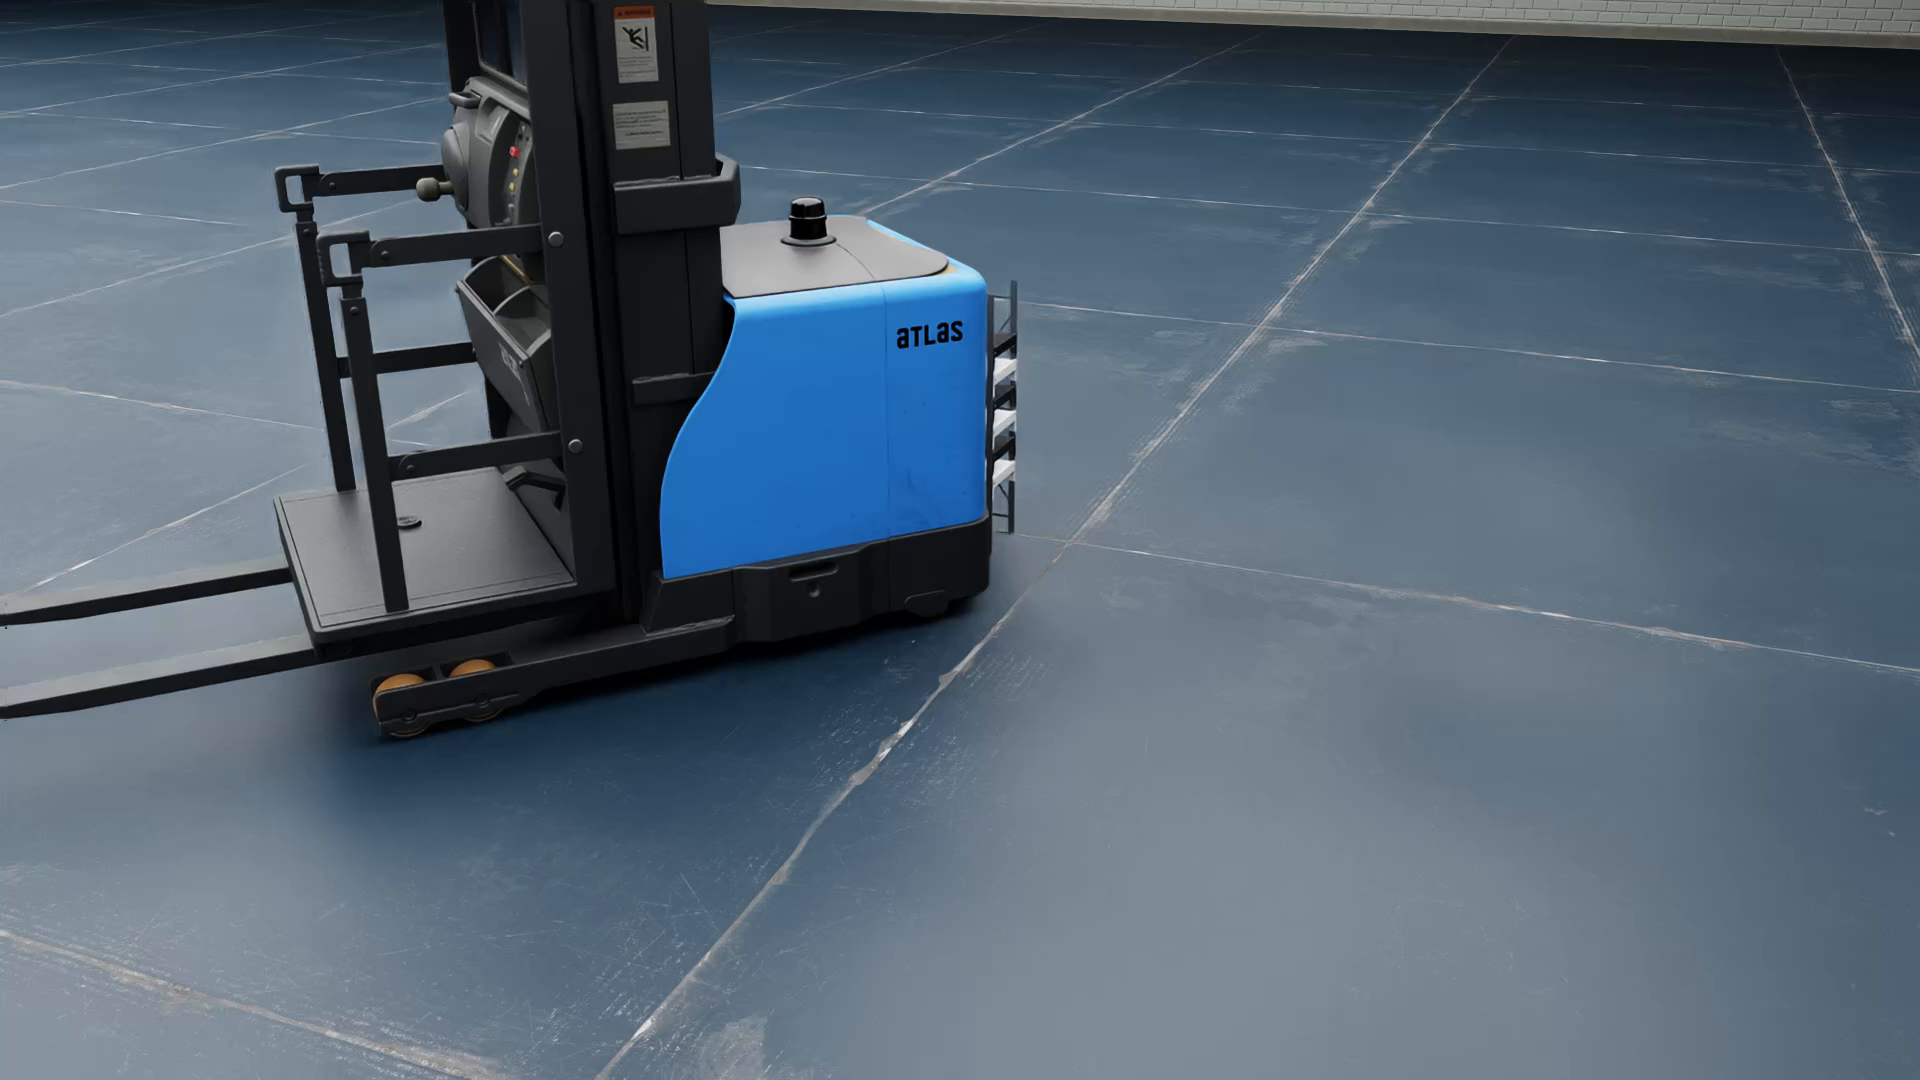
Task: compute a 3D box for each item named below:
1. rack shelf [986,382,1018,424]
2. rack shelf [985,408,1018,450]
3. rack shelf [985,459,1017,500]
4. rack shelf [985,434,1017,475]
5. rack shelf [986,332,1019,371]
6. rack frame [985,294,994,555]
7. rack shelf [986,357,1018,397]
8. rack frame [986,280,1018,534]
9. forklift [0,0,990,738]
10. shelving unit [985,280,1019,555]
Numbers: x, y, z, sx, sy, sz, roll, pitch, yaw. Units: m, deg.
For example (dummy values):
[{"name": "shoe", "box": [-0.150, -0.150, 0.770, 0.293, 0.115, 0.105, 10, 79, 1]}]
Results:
[{"name": "rack shelf", "box": [0.037, -0.471, 5.562, 0.258, 0.077, 0.200, 9, 24, 21]}, {"name": "rack shelf", "box": [0.037, -0.388, 5.597, 0.258, 0.077, 0.200, 9, 24, 21]}, {"name": "rack shelf", "box": [0.038, -0.222, 5.666, 0.258, 0.077, 0.200, 9, 24, 21]}, {"name": "rack shelf", "box": [0.037, -0.305, 5.632, 0.258, 0.077, 0.200, 9, 24, 21]}, {"name": "rack shelf", "box": [0.037, -0.637, 5.493, 0.258, 0.077, 0.200, 9, 24, 21]}, {"name": "rack frame", "box": [-0.003, -0.382, 5.498, 0.240, 0.900, 0.006, 9, 24, 21]}, {"name": "rack shelf", "box": [0.037, -0.554, 5.527, 0.258, 0.077, 0.200, 9, 24, 21]}, {"name": "rack frame", "box": [0.078, -0.455, 5.670, 0.240, 0.900, 0.006, 9, 24, 21]}, {"name": "forklift", "box": [-1.463, -1.053, 4.469, 3.031, 2.935, 1.130, -11, 25, -24]}, {"name": "shelving unit", "box": [0.037, -0.418, 5.584, 0.258, 0.900, 0.210, 9, 24, 21]}]
